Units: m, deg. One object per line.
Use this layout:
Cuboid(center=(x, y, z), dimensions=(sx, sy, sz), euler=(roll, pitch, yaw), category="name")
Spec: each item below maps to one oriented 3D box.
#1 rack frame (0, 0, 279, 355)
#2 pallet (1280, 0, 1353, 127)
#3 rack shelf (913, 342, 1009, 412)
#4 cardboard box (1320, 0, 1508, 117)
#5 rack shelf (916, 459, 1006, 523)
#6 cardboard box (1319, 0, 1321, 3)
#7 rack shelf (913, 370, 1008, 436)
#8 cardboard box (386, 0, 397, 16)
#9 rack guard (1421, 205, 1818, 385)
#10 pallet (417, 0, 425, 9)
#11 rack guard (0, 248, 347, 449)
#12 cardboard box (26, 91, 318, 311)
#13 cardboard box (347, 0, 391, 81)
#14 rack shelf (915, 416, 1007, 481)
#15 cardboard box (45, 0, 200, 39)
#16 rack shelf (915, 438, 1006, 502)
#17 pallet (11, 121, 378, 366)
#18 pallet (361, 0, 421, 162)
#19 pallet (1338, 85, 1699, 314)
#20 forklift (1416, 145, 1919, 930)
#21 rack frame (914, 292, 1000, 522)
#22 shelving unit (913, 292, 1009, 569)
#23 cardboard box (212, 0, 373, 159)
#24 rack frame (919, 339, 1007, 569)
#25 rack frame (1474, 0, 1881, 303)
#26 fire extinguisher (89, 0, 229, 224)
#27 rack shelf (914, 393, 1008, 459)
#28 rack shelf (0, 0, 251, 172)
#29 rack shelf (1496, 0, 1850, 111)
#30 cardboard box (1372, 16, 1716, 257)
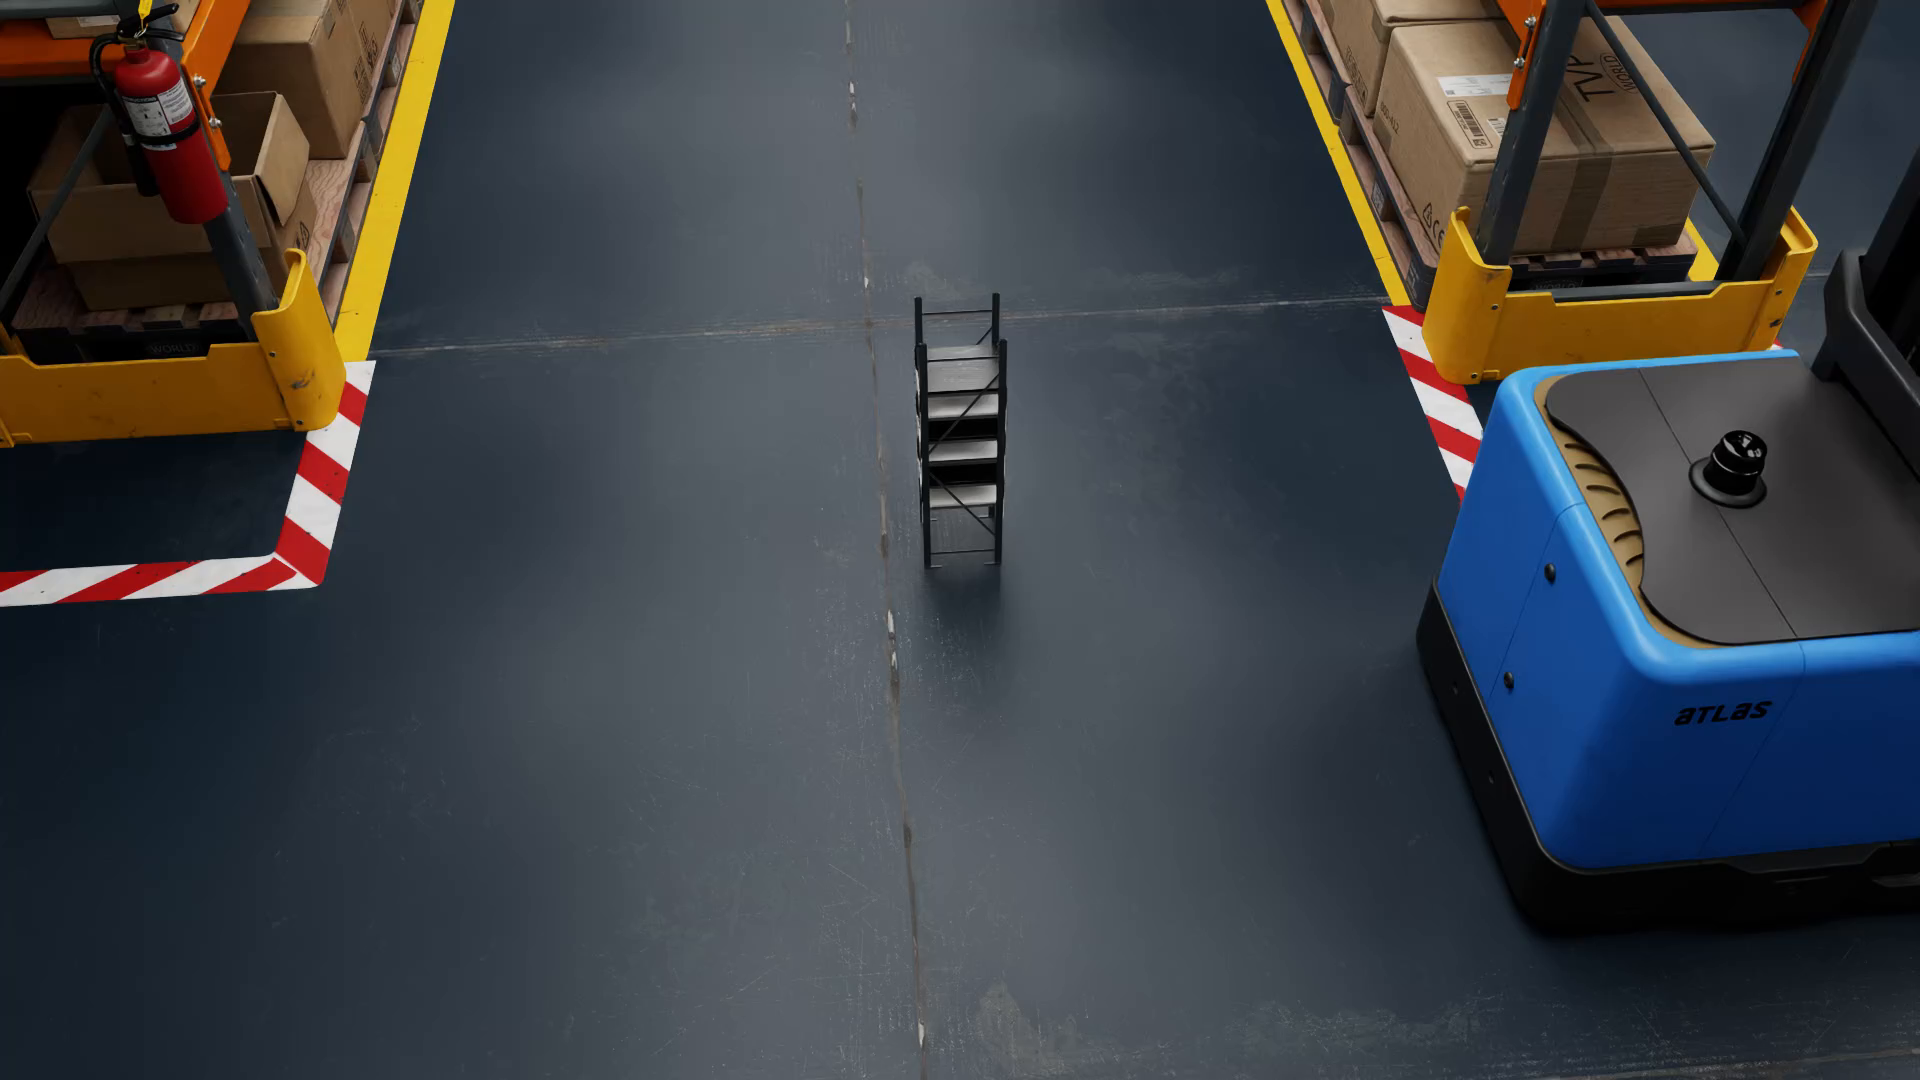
Cuboid(center=(-2.705, -1.438, 4.546), dimensions=(1.000, 3.000, 0.127), euler=(-3, 47, -3), category="rack frame")
Cuboid(center=(1.997, -2.238, 7.224), dimensions=(1.003, 0.211, 1.213), euler=(-3, 47, -3), category="pallet")
Cuboid(center=(0.001, -0.466, 4.746), dimensions=(0.258, 0.077, 0.200), euler=(-3, 47, -3), category="rack shelf")
Cuboid(center=(2.001, -2.139, 6.685), dimensions=(0.875, 0.438, 0.875), euler=(-2, 47, -2), category="cardboard box")
Cuboid(center=(0.001, -0.157, 5.073), dimensions=(0.258, 0.077, 0.200), euler=(-3, 47, -3), category="rack shelf")
Cuboid(center=(1.927, -2.791, 7.303), dimensions=(0.875, 0.438, 0.875), euler=(-5, 47, -4), category="cardboard box")
Cuboid(center=(0.001, -0.404, 4.811), dimensions=(0.258, 0.077, 0.200), euler=(-3, 47, -3), category="rack shelf")
Cuboid(center=(-2.781, -2.543, 7.025), dimensions=(0.700, 0.500, 0.500), euler=(-5, 47, -5), category="cardboard box")
Cuboid(center=(2.243, -0.865, 5.725), dimensions=(1.175, 0.500, 0.348), euler=(-3, 47, -3), category="rack guard")
Cuboid(center=(-2.983, -2.876, 7.828), dimensions=(1.003, 0.211, 1.213), euler=(-3, 47, -3), category="pallet")
Cuboid(center=(-2.711, -0.633, 5.505), dimensions=(1.175, 0.500, 0.348), euler=(-3, 47, -3), category="rack guard")
Cuboid(center=(-2.662, -1.172, 5.724), dimensions=(0.797, 0.503, 0.637), euler=(-5, 47, -5), category="cardboard box")
Cuboid(center=(-2.639, -2.180, 6.681), dimensions=(0.500, 0.500, 0.500), euler=(-3, 47, -3), category="cardboard box")
Cuboid(center=(0.001, -0.281, 4.942), dimensions=(0.258, 0.077, 0.200), euler=(-3, 47, -3), category="rack shelf")
Cuboid(center=(-2.459, -1.606, 4.878), dimensions=(0.380, 0.149, 0.250), euler=(-4, 47, -4), category="cardboard box")
Cuboid(center=(0.001, -0.219, 5.007), dimensions=(0.258, 0.077, 0.200), euler=(-3, 47, -3), category="rack shelf")
Cuboid(center=(-2.779, -1.110, 6.157), dimensions=(1.003, 0.211, 1.213), euler=(-3, 47, -3), category="pallet")
Cuboid(center=(-2.878, -1.991, 6.991), dimensions=(1.003, 0.211, 1.213), euler=(-3, 47, -3), category="pallet")
Cuboid(center=(2.096, -1.357, 6.390), dimensions=(1.003, 0.211, 1.213), euler=(-3, 47, -3), category="pallet")
Cuboid(center=(2.887, -0.467, 3.674), dimensions=(3.031, 2.935, 1.130), euler=(-4, 47, -4), category="forklift")
Cuboid(center=(-0.008, -0.377, 4.987), dimensions=(0.240, 0.900, 0.006), euler=(-3, 47, -3), category="rack frame")
Cuboid(center=(0.001, -0.304, 4.918), dimensions=(0.258, 0.900, 0.210), euler=(-3, 47, -3), category="shelving unit")
Cuboid(center=(-2.694, -1.792, 6.313), dimensions=(0.700, 0.500, 0.500), euler=(-2, 47, -2), category="cardboard box")
Cuboid(center=(0.009, -0.230, 4.848), dimensions=(0.240, 0.900, 0.006), euler=(-3, 47, -3), category="rack frame")
Cuboid(center=(2.241, -1.742, 4.834), dimensions=(1.000, 3.000, 0.127), euler=(-3, 47, -3), category="rack frame")
Cuboid(center=(-2.232, -1.205, 4.635), dimensions=(0.296, 0.674, 0.183), euler=(-3, 47, -3), category="fire extinguisher")
Cuboid(center=(0.001, -0.343, 4.877), dimensions=(0.258, 0.077, 0.200), euler=(-3, 47, -3), category="rack shelf")
Cuboid(center=(-2.872, -2.637, 6.177), dimensions=(1.077, 0.370, 4.000), euler=(-3, 47, -3), category="rack shelf")
Cuboid(center=(2.074, -2.942, 6.466), dimensions=(1.077, 0.370, 4.000), euler=(-3, 47, -3), category="rack shelf")
Cuboid(center=(2.086, -1.477, 6.058), dimensions=(0.875, 0.438, 0.875), euler=(-5, 47, -5), category="cardboard box")
